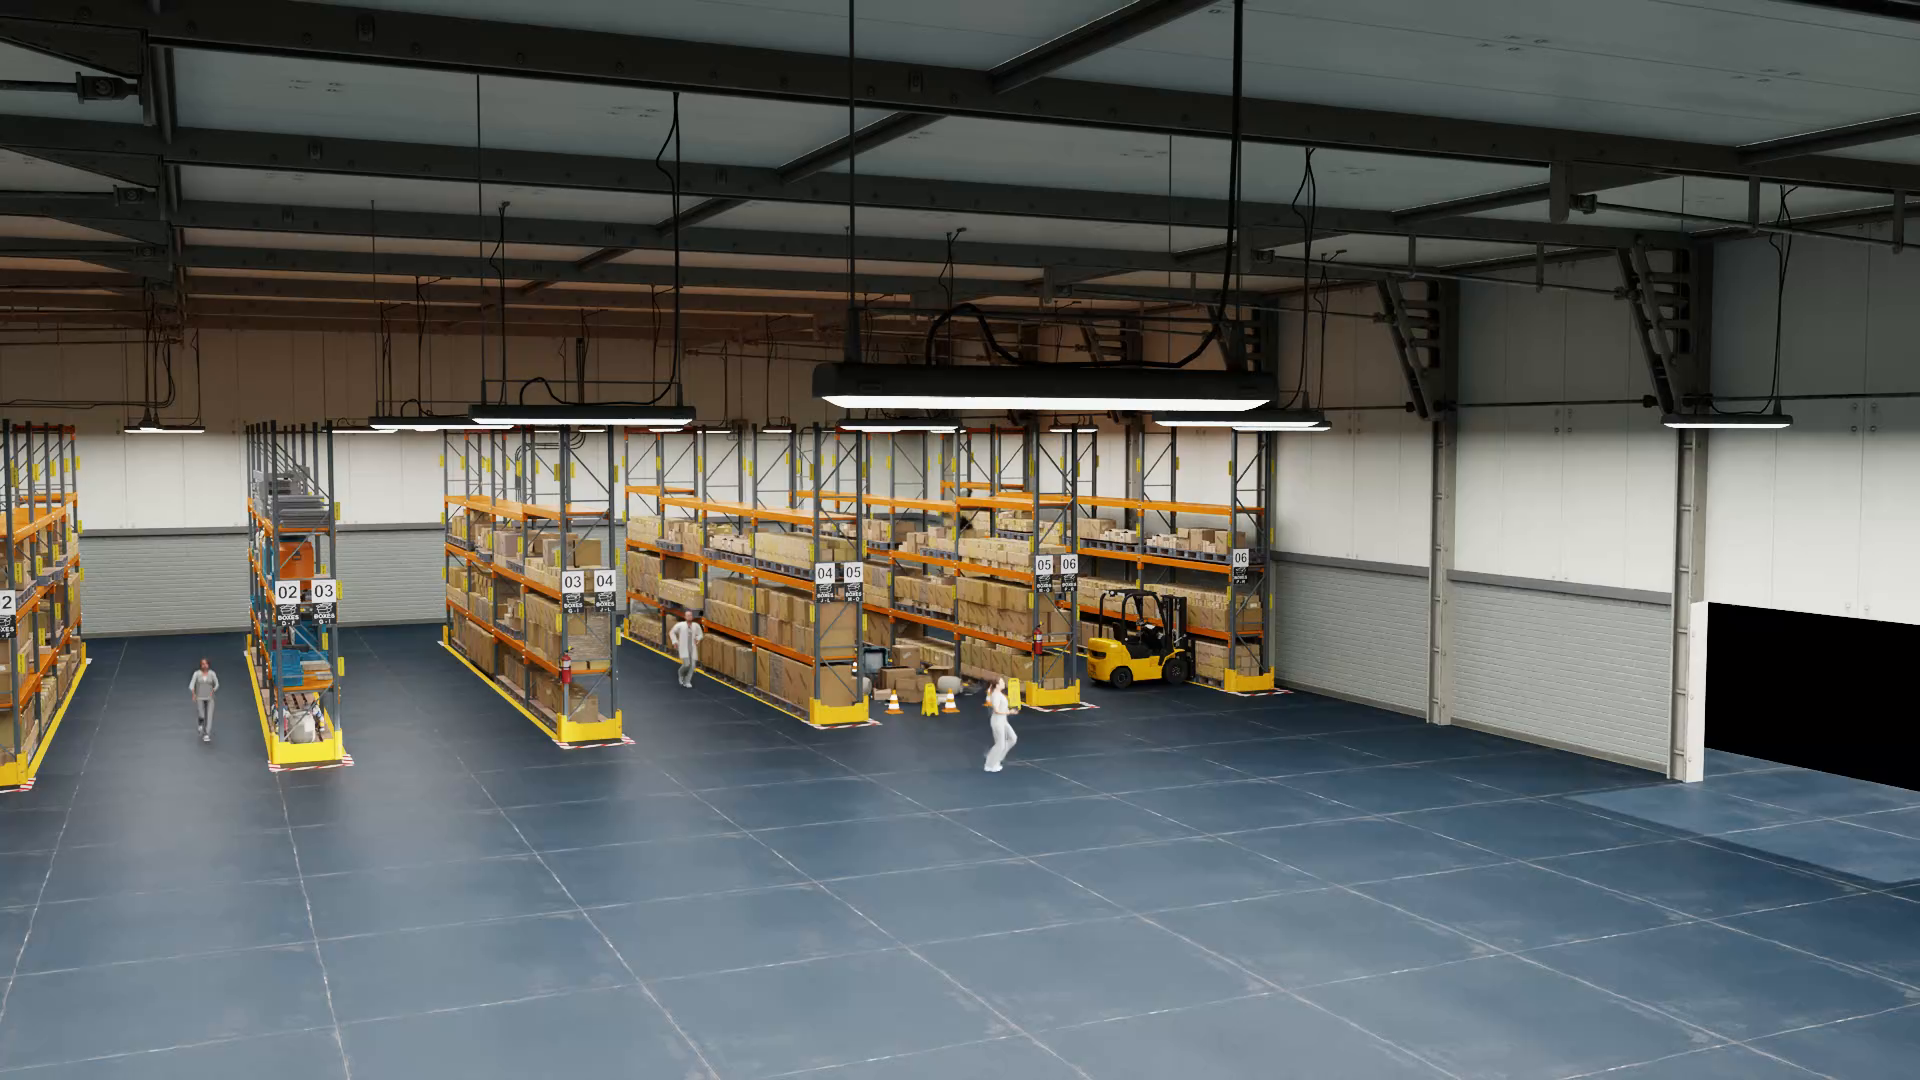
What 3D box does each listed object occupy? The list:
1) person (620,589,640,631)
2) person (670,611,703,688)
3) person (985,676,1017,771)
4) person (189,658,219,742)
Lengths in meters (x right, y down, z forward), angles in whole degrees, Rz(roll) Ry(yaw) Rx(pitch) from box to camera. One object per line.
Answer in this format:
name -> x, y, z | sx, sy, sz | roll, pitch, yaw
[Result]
person -> -9.634, 1.781, 48.879 | 1.055, 1.737, 0.686 | -2, 4, -25
person -> -6.168, 2.491, 37.770 | 0.712, 1.734, 0.643 | -2, 4, -29
person -> 0.720, 3.120, 28.331 | 0.605, 1.629, 0.544 | 1, 4, 10
person -> -14.171, 2.998, 31.208 | 0.507, 1.552, 0.512 | -2, 4, -28
